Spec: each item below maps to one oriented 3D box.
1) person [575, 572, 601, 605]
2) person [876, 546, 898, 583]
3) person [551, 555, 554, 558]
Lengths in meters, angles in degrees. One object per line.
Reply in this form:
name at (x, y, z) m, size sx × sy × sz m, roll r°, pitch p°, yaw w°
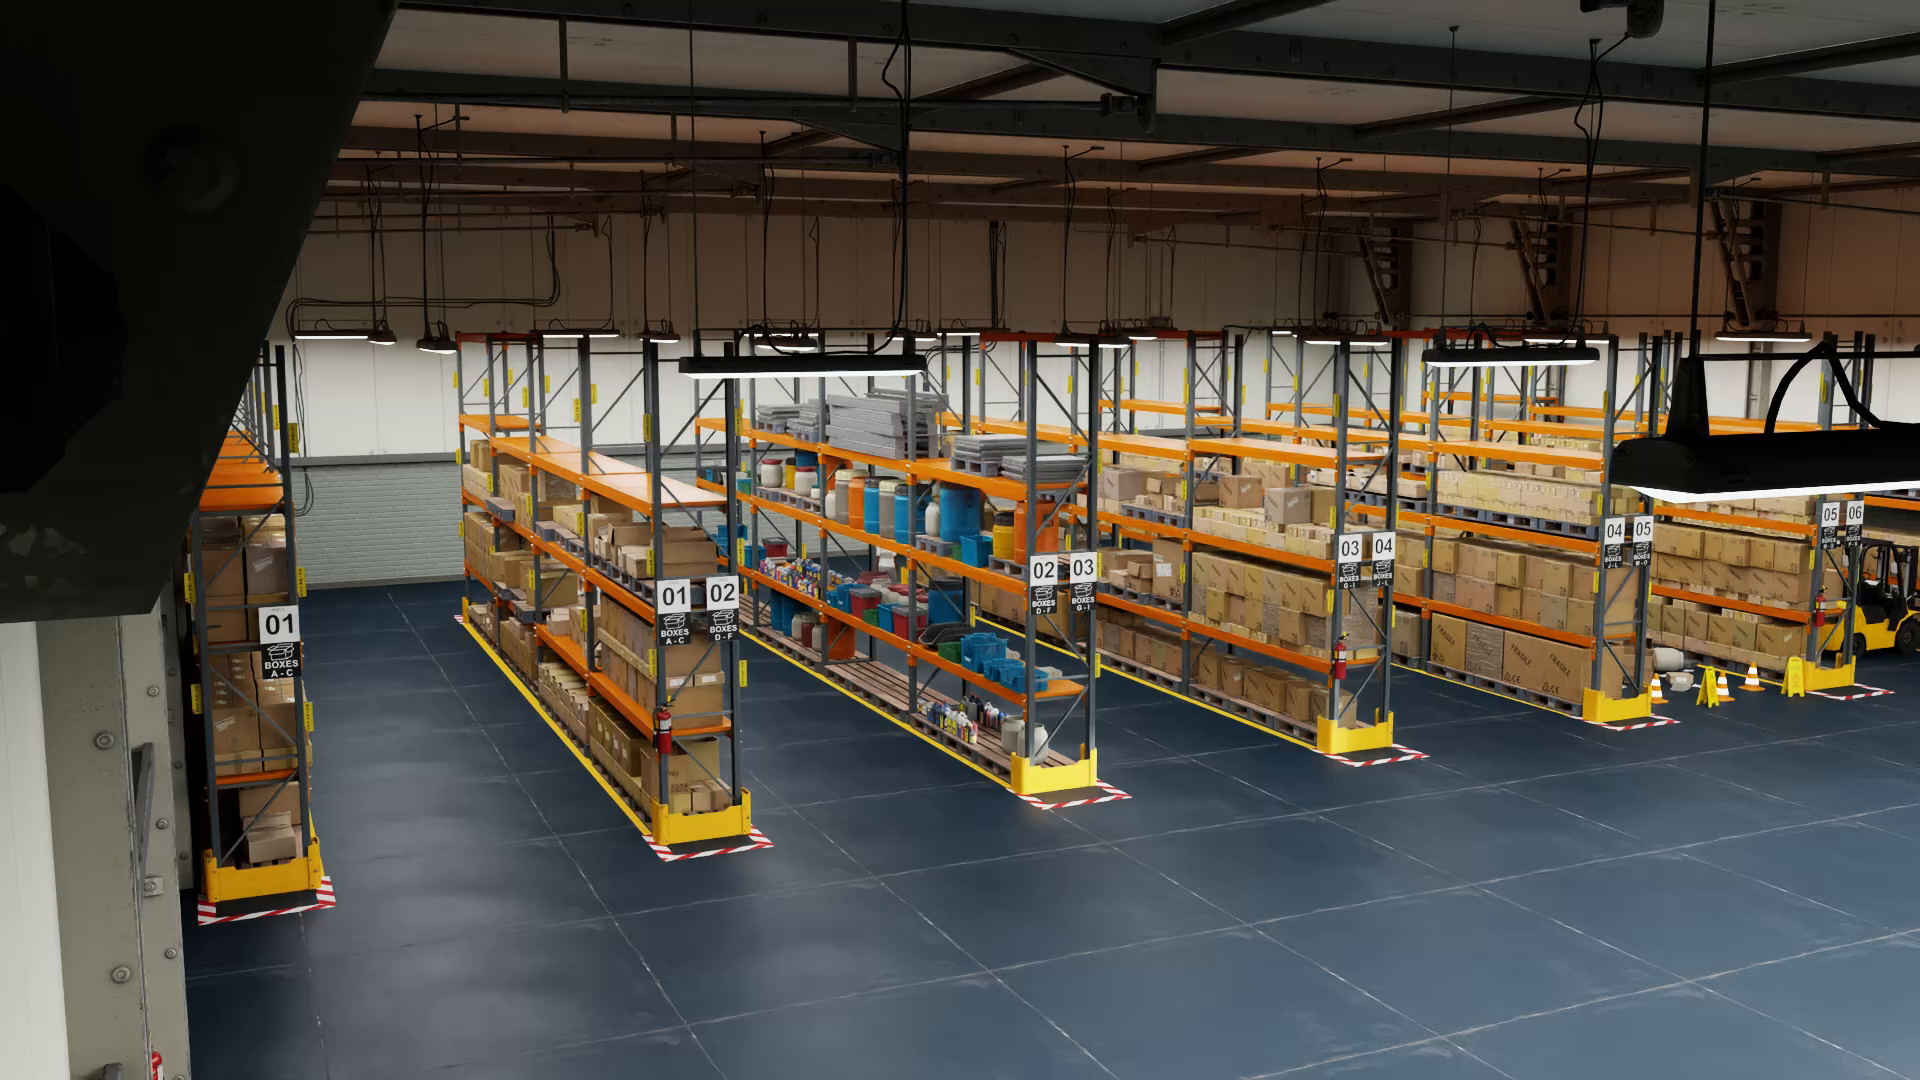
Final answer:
person at (-7.302, 1.036, 32.786) m, size 0.555 × 1.725 × 1.068 m, roll -3°, pitch 8°, yaw -21°
person at (-1.593, 0.637, 36.147) m, size 0.494 × 1.666 × 0.514 m, roll 2°, pitch 8°, yaw 11°
person at (-8.690, 0.735, 35.779) m, size 0.446 × 1.534 × 1.009 m, roll -5°, pitch 9°, yaw -33°
